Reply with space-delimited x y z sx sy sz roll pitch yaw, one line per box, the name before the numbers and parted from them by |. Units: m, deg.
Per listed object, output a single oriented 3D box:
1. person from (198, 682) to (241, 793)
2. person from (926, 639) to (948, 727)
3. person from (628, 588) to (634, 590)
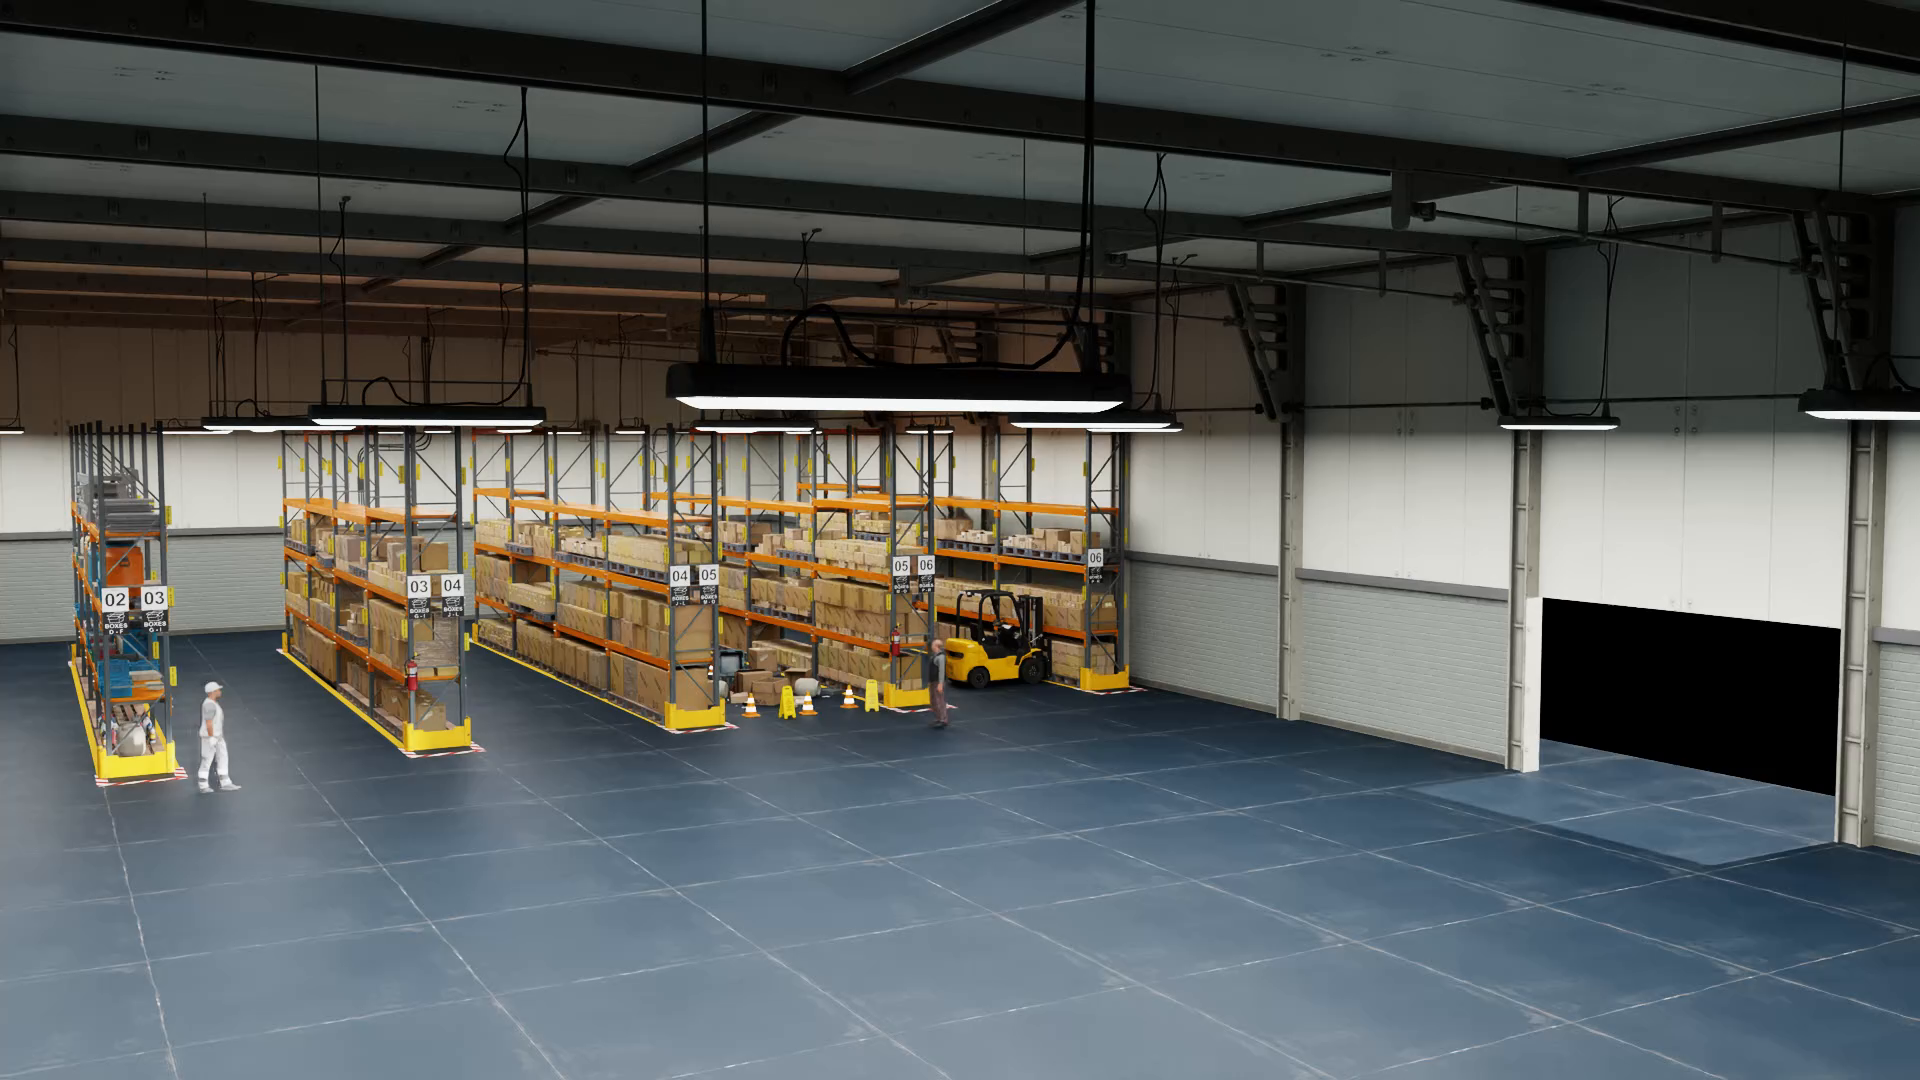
person | -11.978 3.178 26.791 0.583 1.789 0.603 0 4 -3
person | -0.461 2.840 32.871 0.397 1.758 0.646 -1 4 -22
person | -8.721 2.123 44.164 0.593 1.729 0.419 2 4 33
